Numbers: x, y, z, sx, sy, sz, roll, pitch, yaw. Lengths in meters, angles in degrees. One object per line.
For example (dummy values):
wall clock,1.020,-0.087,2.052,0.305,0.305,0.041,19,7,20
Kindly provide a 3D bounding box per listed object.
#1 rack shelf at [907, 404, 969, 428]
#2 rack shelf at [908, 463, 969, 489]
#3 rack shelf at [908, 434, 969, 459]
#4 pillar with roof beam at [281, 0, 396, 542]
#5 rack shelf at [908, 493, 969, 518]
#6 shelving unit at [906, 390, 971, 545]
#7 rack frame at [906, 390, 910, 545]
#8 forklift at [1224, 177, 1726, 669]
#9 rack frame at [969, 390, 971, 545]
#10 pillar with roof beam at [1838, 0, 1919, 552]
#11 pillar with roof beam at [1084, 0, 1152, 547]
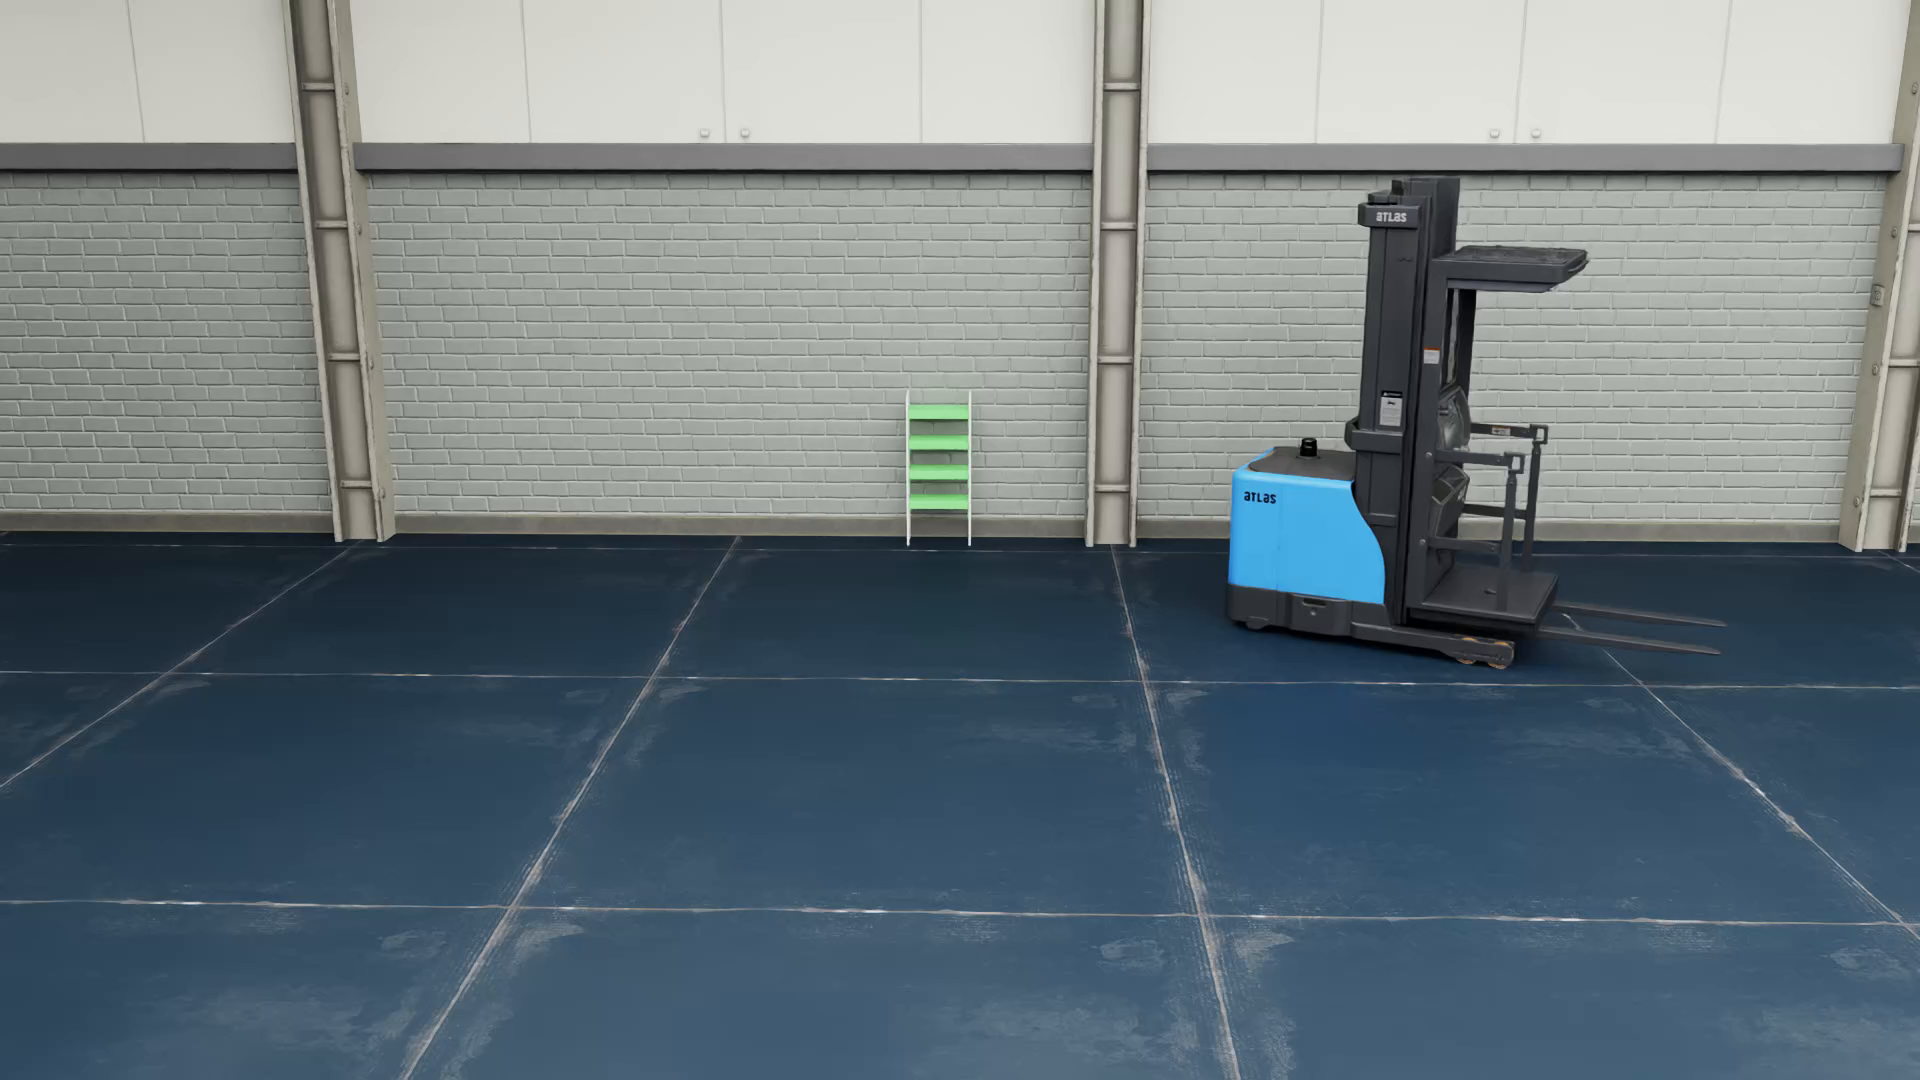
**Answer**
rack shelf,-0.166,-0.972,13.039,0.480,0.148,0.258,0,15,1
rack shelf,-0.166,-0.508,13.160,0.480,0.148,0.258,0,15,1
rack shelf,-0.166,-0.740,13.099,0.480,0.148,0.258,0,15,1
pillar with roof beam,-4.909,-3.279,8.129,0.400,9.000,9.100,0,15,1
rack shelf,-0.166,-0.275,13.220,0.480,0.148,0.258,0,15,1
shelving unit,-0.166,-0.569,13.144,0.503,1.200,0.258,0,15,1
rack frame,-0.410,-0.570,13.147,0.015,1.200,0.240,0,15,1
forklift,3.323,-0.773,10.525,3.031,2.935,1.130,7,16,26
rack frame,0.078,-0.568,13.140,0.015,1.200,0.240,0,15,1
pillar with roof beam,7.087,-3.201,7.833,0.400,9.000,9.100,0,15,1
pillar with roof beam,1.089,-3.240,7.981,0.400,9.000,9.100,0,15,1
